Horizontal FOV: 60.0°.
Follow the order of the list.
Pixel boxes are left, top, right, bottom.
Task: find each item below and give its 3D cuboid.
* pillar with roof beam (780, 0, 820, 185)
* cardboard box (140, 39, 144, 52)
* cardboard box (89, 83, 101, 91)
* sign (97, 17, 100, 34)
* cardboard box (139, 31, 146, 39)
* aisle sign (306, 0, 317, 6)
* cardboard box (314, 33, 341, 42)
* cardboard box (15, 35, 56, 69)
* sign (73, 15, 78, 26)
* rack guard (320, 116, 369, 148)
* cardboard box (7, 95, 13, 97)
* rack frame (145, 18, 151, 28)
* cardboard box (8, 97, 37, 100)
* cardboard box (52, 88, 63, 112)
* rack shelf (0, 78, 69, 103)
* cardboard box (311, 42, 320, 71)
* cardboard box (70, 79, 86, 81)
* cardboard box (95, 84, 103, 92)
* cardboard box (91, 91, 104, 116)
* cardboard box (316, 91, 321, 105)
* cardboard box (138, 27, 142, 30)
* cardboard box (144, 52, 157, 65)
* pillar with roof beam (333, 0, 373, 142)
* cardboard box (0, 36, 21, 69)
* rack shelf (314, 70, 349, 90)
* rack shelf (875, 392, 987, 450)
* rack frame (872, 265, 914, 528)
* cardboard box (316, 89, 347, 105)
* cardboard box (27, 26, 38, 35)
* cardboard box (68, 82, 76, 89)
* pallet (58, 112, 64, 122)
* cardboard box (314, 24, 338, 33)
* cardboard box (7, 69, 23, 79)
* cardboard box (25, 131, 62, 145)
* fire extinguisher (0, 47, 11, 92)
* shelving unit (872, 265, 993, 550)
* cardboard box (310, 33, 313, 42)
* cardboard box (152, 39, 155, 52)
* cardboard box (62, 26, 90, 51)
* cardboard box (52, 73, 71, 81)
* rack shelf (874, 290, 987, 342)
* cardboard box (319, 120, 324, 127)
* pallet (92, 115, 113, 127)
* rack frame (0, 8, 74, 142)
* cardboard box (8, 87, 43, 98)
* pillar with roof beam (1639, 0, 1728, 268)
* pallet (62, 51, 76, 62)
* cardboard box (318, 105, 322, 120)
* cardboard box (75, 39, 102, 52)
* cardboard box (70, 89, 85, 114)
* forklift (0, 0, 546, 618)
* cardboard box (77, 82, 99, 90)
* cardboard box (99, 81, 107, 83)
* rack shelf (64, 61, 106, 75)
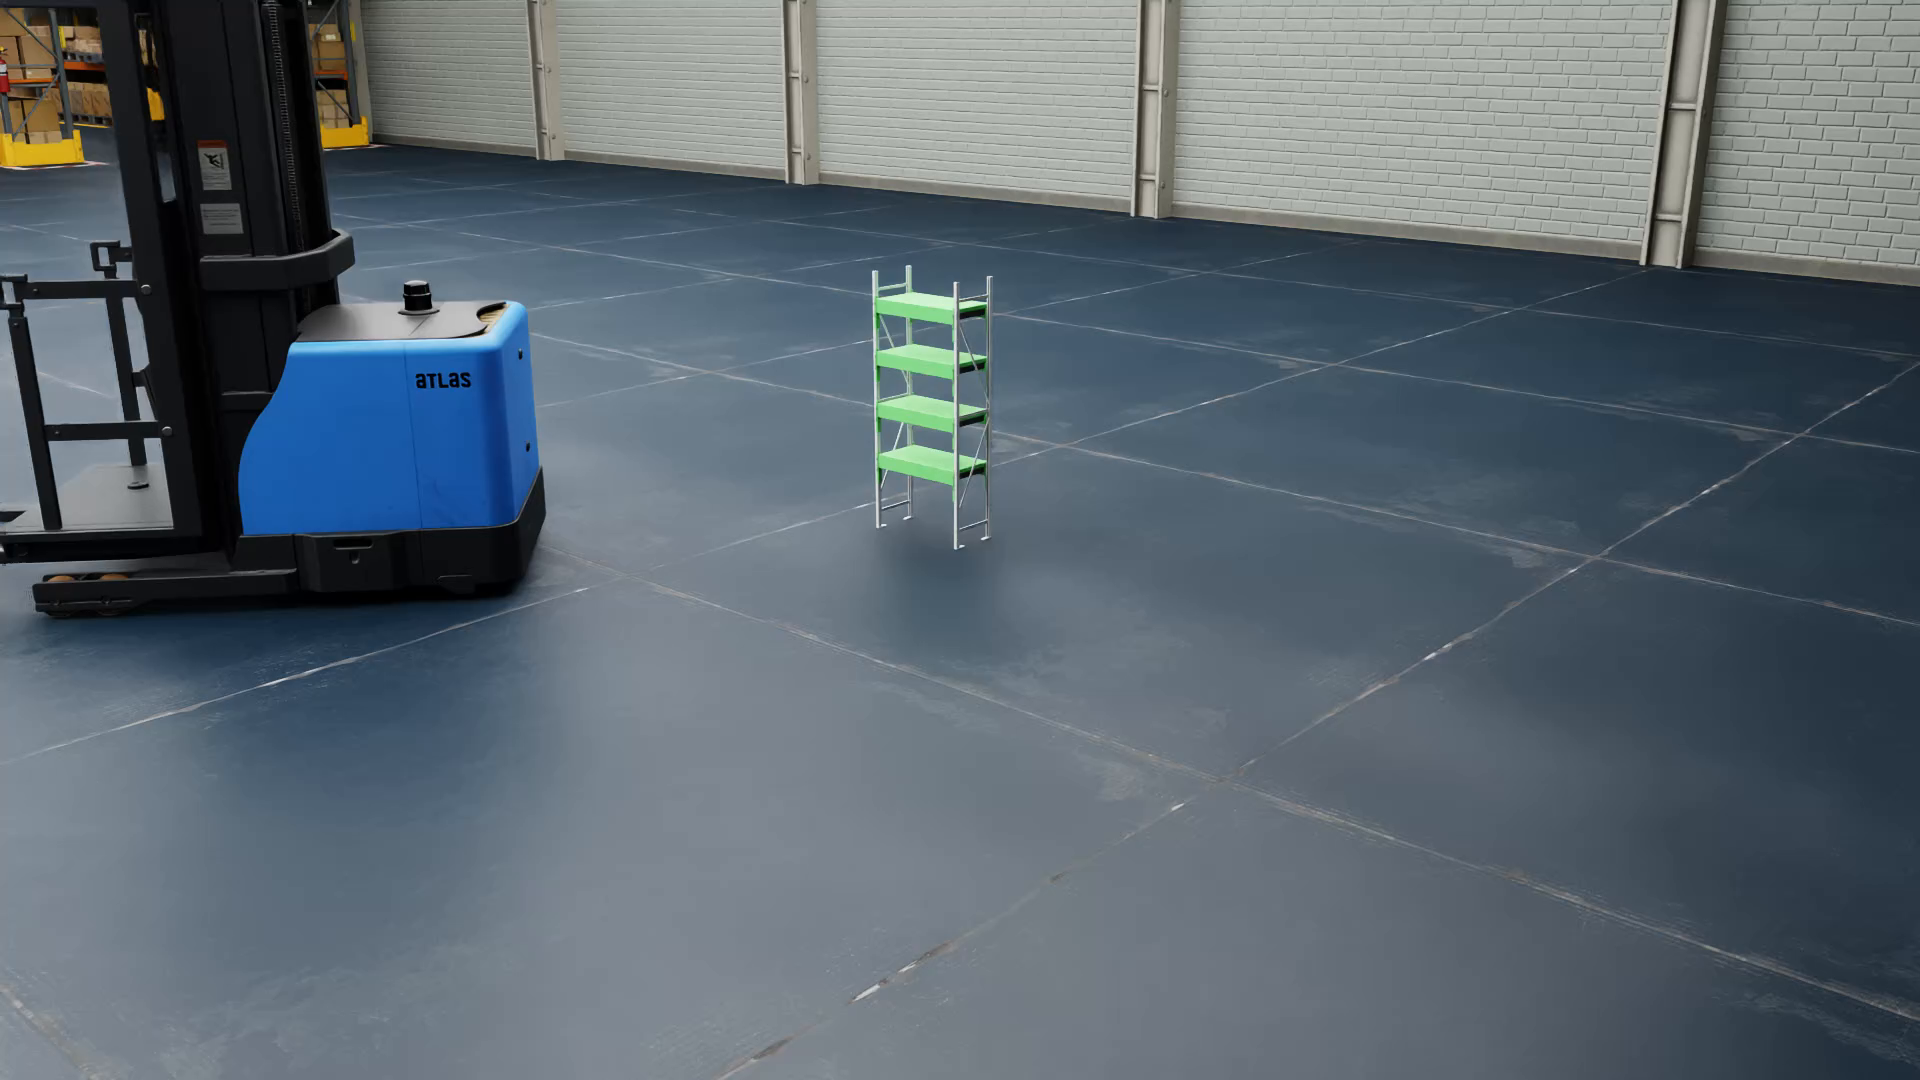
[{"bbox_3d":[-5.077,-8.359,19.073,0.400,9.000,9.100,15,23,39],"label":"pillar with roof beam"},{"bbox_3d":[-16.333,-9.958,33.450,0.500,0.250,0.500,14,23,38],"label":"cardboard box"},{"bbox_3d":[-18.353,-9.679,35.516,0.250,0.149,0.380,16,24,41],"label":"cardboard box"},{"bbox_3d":[-17.609,-10.535,34.064,0.005,0.325,0.100,15,23,39],"label":"sign"},{"bbox_3d":[-16.240,-10.115,33.286,0.250,0.149,0.380,16,23,40],"label":"cardboard box"},{"bbox_3d":[-11.418,-9.698,28.914,0.004,0.787,0.394,15,23,39],"label":"aisle sign"},{"bbox_3d":[-11.353,-9.022,29.845,0.250,0.149,0.380,14,23,38],"label":"cardboard box"},{"bbox_3d":[-14.734,-7.762,26.455,0.500,0.500,0.500,15,23,38],"label":"cardboard box"},{"bbox_3d":[-19.881,-11.626,37.373,0.005,0.325,0.100,15,23,39],"label":"sign"},{"bbox_3d":[-11.254,-7.343,29.921,0.348,0.500,1.175,15,23,39],"label":"rack guard"},{"bbox_3d":[-16.171,-7.203,27.962,0.500,0.500,0.500,17,24,42],"label":"cardboard box"},{"bbox_3d":[-17.255,-10.145,34.620,0.127,3.000,1.000,15,23,39],"label":"rack frame"},{"bbox_3d":[-15.396,-6.995,27.306,0.500,0.500,0.500,14,22,37],"label":"cardboard box"},{"bbox_3d":[-19.630,-9.704,36.669,0.500,0.500,0.500,15,23,39],"label":"cardboard box"},{"bbox_3d":[-16.060,-7.474,27.392,4.000,0.370,1.077,15,23,39],"label":"rack shelf"},{"bbox_3d":[-11.814,-8.626,29.668,0.500,0.500,0.500,14,23,38],"label":"cardboard box"},{"bbox_3d":[-19.781,-10.258,37.340,0.250,0.149,0.380,14,22,37],"label":"cardboard box"},{"bbox_3d":[-18.018,-9.553,35.119,0.250,0.149,0.380,14,22,36],"label":"cardboard box"},{"bbox_3d":[-18.082,-9.293,35.373,0.500,0.500,0.500,15,23,38],"label":"cardboard box"},{"bbox_3d":[-11.823,-7.927,29.829,0.500,0.250,0.500,16,24,41],"label":"cardboard box"},{"bbox_3d":[-17.537,-10.532,34.978,0.500,0.500,0.500,16,24,42],"label":"cardboard box"},{"bbox_3d":[-15.936,-9.621,33.216,0.500,0.250,0.500,16,24,41],"label":"cardboard box"},{"bbox_3d":[-14.052,-10.768,26.665,0.400,9.000,9.100,15,23,39],"label":"pillar with roof beam"},{"bbox_3d":[-15.153,-7.651,26.104,0.500,0.500,0.500,15,23,38],"label":"cardboard box"},{"bbox_3d":[-12.768,-8.598,30.933,4.000,0.370,1.077,15,23,39],"label":"rack shelf"},{"bbox_3d":[-0.124,-0.544,7.554,0.480,0.148,0.258,15,23,39],"label":"rack shelf"},{"bbox_3d":[-0.306,-0.654,7.689,0.015,1.200,0.240,15,23,39],"label":"rack frame"},{"bbox_3d":[-11.506,-8.044,30.199,0.500,0.250,0.500,15,23,38],"label":"cardboard box"},{"bbox_3d":[-20.034,-11.048,36.606,0.500,0.500,0.700,16,23,41],"label":"cardboard box"},{"bbox_3d":[-19.137,-9.886,36.169,0.250,0.149,0.380,16,24,41],"label":"cardboard box"},{"bbox_3d":[-19.614,-9.464,37.085,1.213,0.211,1.003,15,23,39],"label":"pallet"},{"bbox_3d":[-11.381,-9.153,29.765,0.250,0.149,0.380,14,23,38],"label":"cardboard box"},{"bbox_3d":[-14.986,-7.322,26.140,0.250,0.149,0.380,16,24,41],"label":"cardboard box"},{"bbox_3d":[-14.984,-6.529,27.077,0.500,0.250,0.500,15,23,39],"label":"cardboard box"},{"bbox_3d":[-14.784,-7.251,25.628,0.183,0.674,0.296,15,23,39],"label":"fire extinguisher"},{"bbox_3d":[-0.124,-0.605,7.535,0.503,1.200,0.258,15,23,39],"label":"shelving unit"},{"bbox_3d":[-11.717,-8.902,29.465,0.250,0.149,0.380,15,23,40],"label":"cardboard box"},{"bbox_3d":[-15.569,-9.755,32.813,0.500,0.250,0.500,16,23,40],"label":"cardboard box"},{"bbox_3d":[-19.060,-10.787,35.782,0.500,0.500,0.700,15,23,39],"label":"cardboard box"},{"bbox_3d":[-19.929,-10.234,36.775,0.250,0.149,0.380,14,22,37],"label":"cardboard box"},{"bbox_3d":[-0.124,-1.002,7.409,0.480,0.148,0.258,15,23,39],"label":"rack shelf"},{"bbox_3d":[-11.833,-7.451,29.983,0.500,0.250,0.500,15,23,40],"label":"cardboard box"},{"bbox_3d":[-17.789,-8.974,35.541,1.213,0.211,1.003,15,23,39],"label":"pallet"},{"bbox_3d":[-14.564,-7.415,26.018,0.127,3.000,1.000,15,23,39],"label":"rack frame"},{"bbox_3d":[-21.454,-10.227,38.316,0.500,0.500,0.700,14,22,37],"label":"cardboard box"},{"bbox_3d":[3.899,-5.949,11.481,0.400,9.000,9.100,15,23,39],"label":"pillar with roof beam"},{"bbox_3d":[-18.713,-10.443,35.876,1.213,0.211,1.003,15,23,39],"label":"pallet"},{"bbox_3d":[-11.843,-7.694,29.920,0.500,0.250,0.500,15,23,39],"label":"cardboard box"},{"bbox_3d":[-18.259,-10.412,35.016,0.500,0.250,0.500,14,22,37],"label":"cardboard box"},{"bbox_3d":[-18.876,-9.498,36.017,0.500,0.500,0.500,14,22,37],"label":"cardboard box"},{"bbox_3d":[-3.373,-1.256,6.723,3.031,2.935,1.130,-2,18,-7],"label":"forklift"},{"bbox_3d":[-18.766,-9.777,35.827,0.250,0.149,0.380,14,22,37],"label":"cardboard box"},{"bbox_3d":[-18.615,-9.950,36.370,0.250,0.149,0.380,14,22,37],"label":"cardboard box"},{"bbox_3d":[-18.751,-10.204,35.994,4.000,0.370,1.077,15,23,39],"label":"rack shelf"}]
